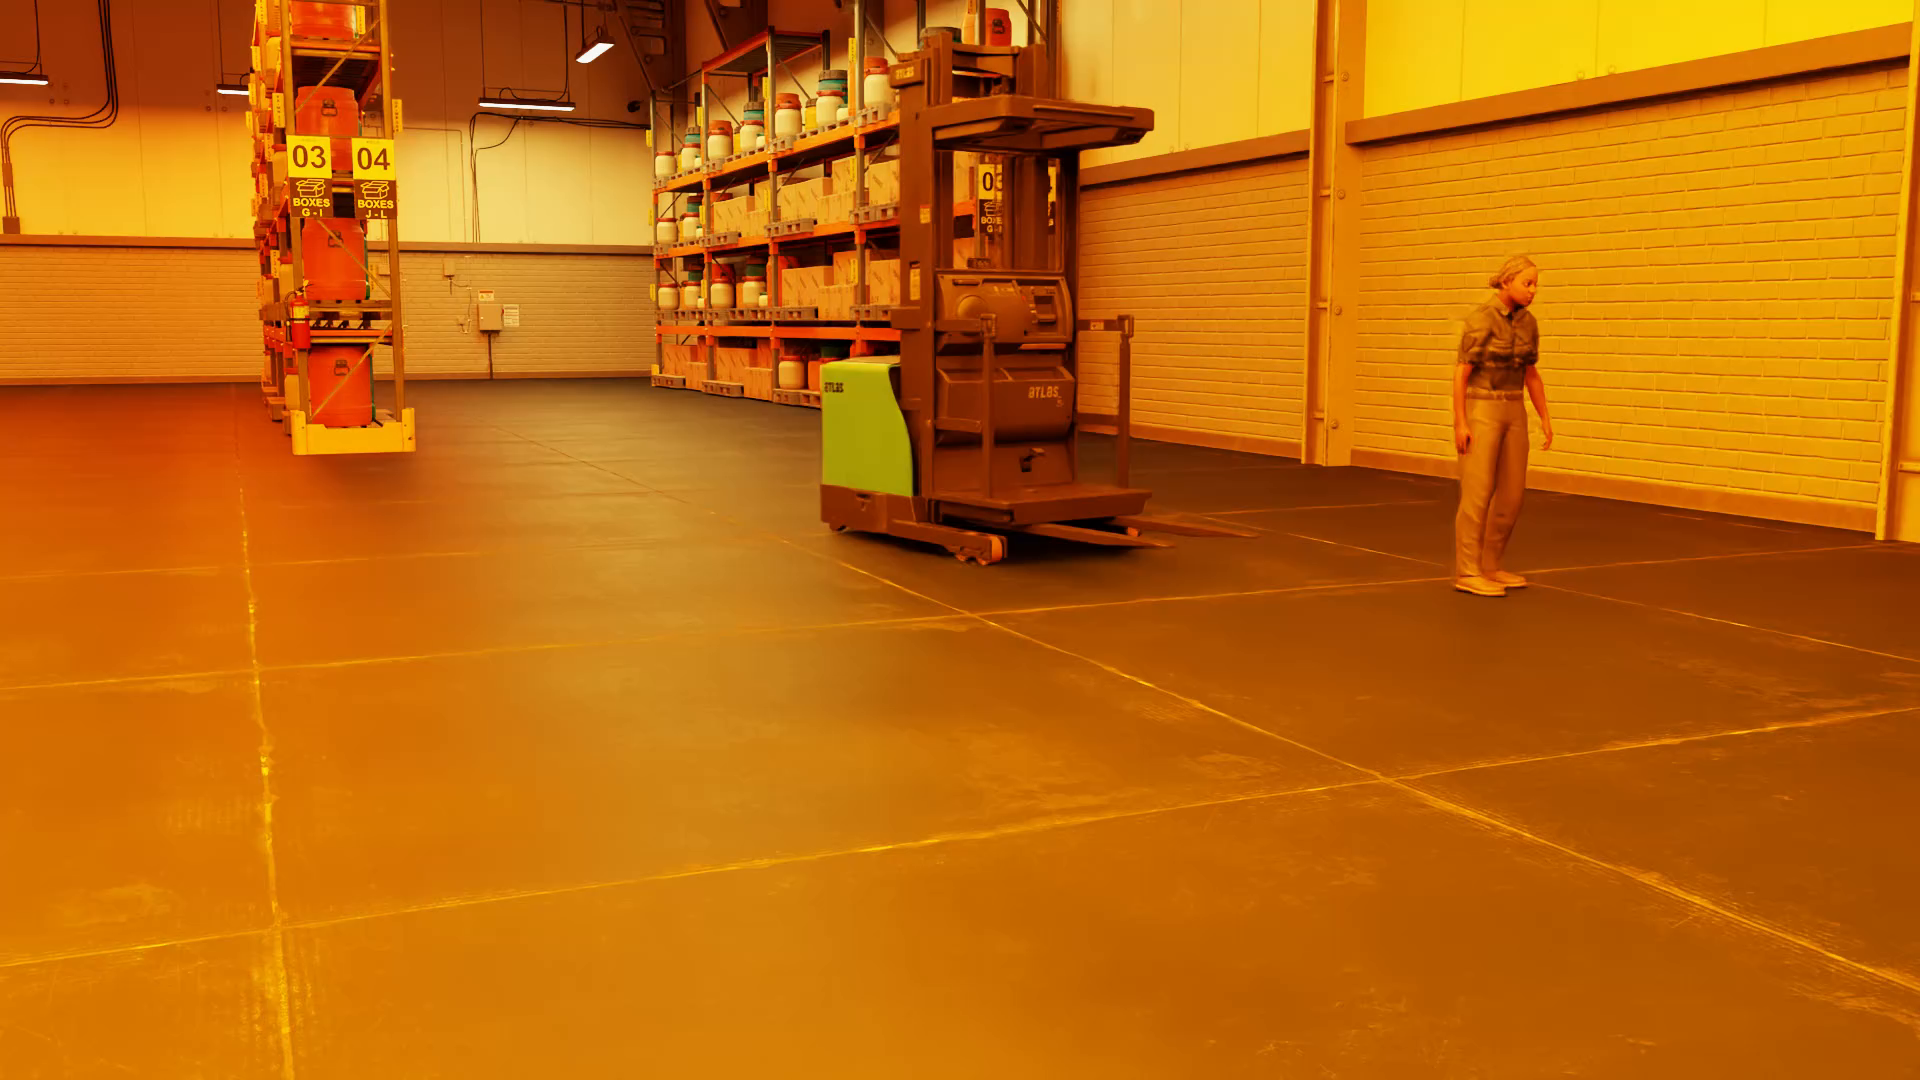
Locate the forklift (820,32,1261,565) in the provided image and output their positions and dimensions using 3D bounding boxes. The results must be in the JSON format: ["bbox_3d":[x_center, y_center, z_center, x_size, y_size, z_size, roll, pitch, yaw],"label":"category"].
[{"bbox_3d":[0.394,-1.387,9.459,1.130,2.935,3.031,-5,9,-36],"label":"forklift"}]

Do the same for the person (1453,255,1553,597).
[{"bbox_3d":[2.666,-0.569,8.183,0.559,1.646,0.430,-4,8,-27],"label":"person"}]
